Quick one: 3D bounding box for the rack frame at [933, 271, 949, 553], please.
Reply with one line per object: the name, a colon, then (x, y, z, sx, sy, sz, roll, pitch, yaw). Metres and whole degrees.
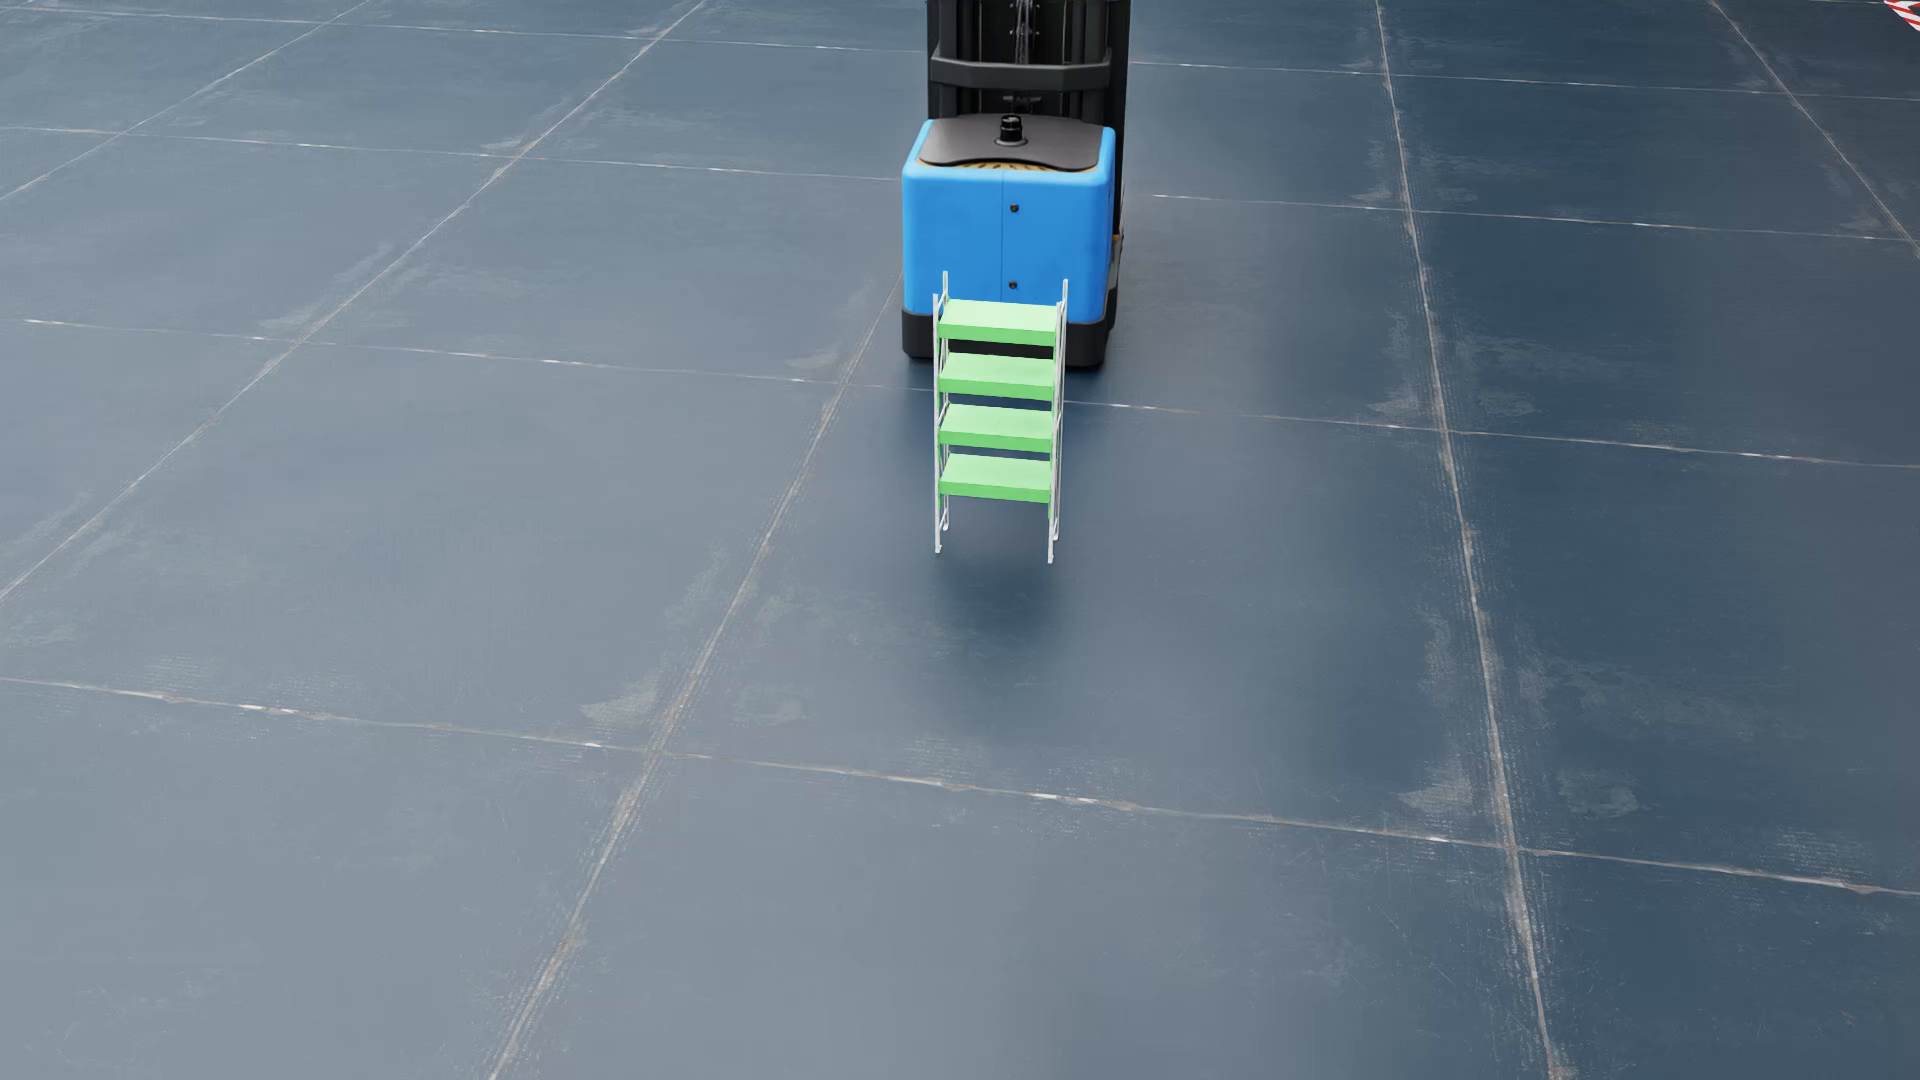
rack frame: (-0.077, -0.516, 6.943, 0.015, 1.200, 0.240, 5, 32, 8)

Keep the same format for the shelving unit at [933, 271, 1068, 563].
shelving unit: (0.163, -0.494, 6.908, 0.503, 1.200, 0.258, 5, 32, 8)

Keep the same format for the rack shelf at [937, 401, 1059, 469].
rack shelf: (0.163, -0.440, 6.942, 0.480, 0.148, 0.258, 5, 32, 8)

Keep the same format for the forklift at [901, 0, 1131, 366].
forklift: (0.398, -2.899, 9.119, 1.130, 2.935, 3.031, 4, 32, 6)

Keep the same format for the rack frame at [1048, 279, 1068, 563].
rack frame: (0.404, -0.472, 6.873, 0.015, 1.200, 0.240, 5, 32, 8)

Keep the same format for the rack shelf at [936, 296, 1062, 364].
rack shelf: (0.163, -0.847, 6.687, 0.480, 0.148, 0.258, 5, 32, 8)

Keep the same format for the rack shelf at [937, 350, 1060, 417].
rack shelf: (0.163, -0.643, 6.815, 0.480, 0.148, 0.258, 5, 32, 8)

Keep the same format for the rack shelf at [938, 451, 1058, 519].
rack shelf: (0.163, -0.236, 7.069, 0.480, 0.148, 0.258, 5, 32, 8)
